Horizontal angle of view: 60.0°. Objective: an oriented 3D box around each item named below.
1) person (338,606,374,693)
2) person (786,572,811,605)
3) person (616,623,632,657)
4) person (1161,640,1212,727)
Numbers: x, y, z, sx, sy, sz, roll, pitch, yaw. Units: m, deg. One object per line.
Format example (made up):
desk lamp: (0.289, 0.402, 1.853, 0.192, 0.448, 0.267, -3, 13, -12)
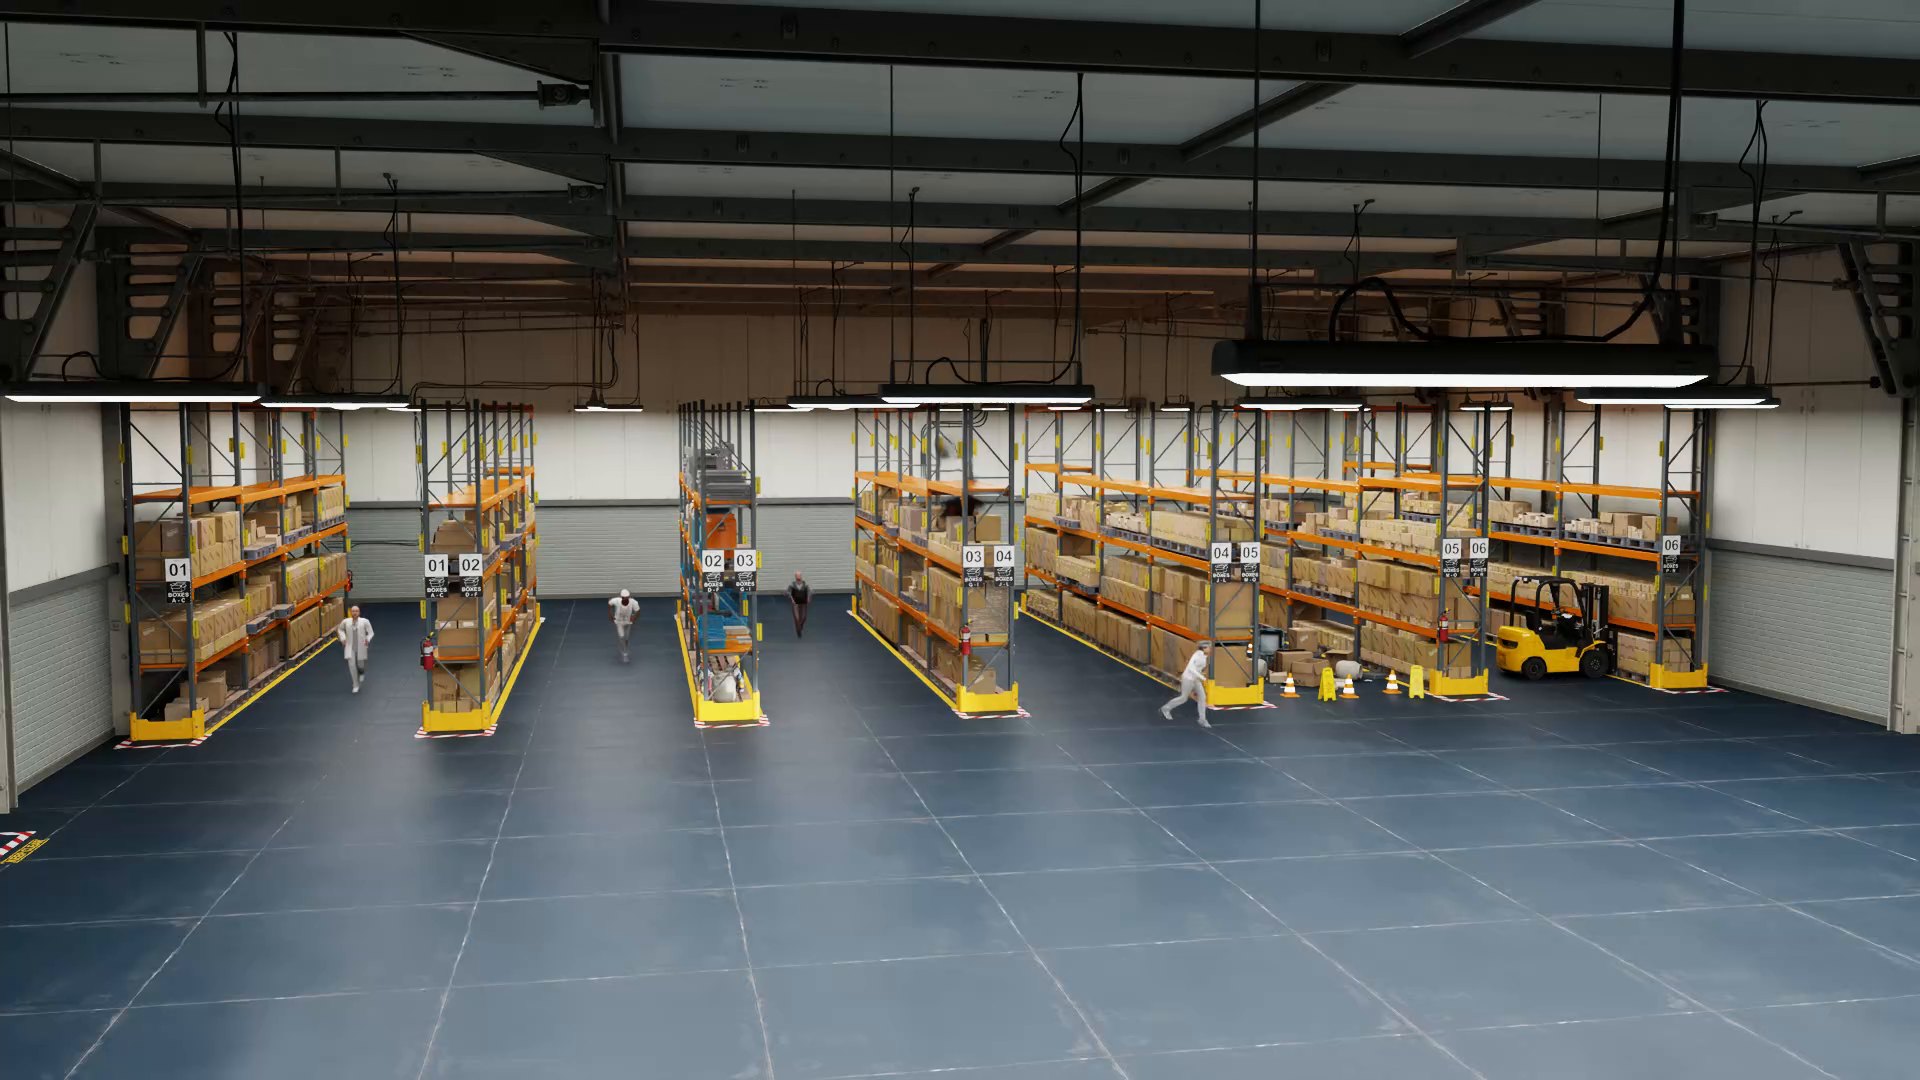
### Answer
person: (-12.555, 2.290, 34.549, 0.711, 1.694, 0.880, -1, 4, -16)
person: (-4.144, 1.252, 42.814, 0.660, 0.856, 0.412, -1, 4, -12)
person: (-7.862, 2.231, 38.905, 0.363, 0.907, 0.883, -1, 4, -13)
person: (4.191, 2.632, 30.706, 0.978, 1.627, 0.654, 2, 5, 22)
